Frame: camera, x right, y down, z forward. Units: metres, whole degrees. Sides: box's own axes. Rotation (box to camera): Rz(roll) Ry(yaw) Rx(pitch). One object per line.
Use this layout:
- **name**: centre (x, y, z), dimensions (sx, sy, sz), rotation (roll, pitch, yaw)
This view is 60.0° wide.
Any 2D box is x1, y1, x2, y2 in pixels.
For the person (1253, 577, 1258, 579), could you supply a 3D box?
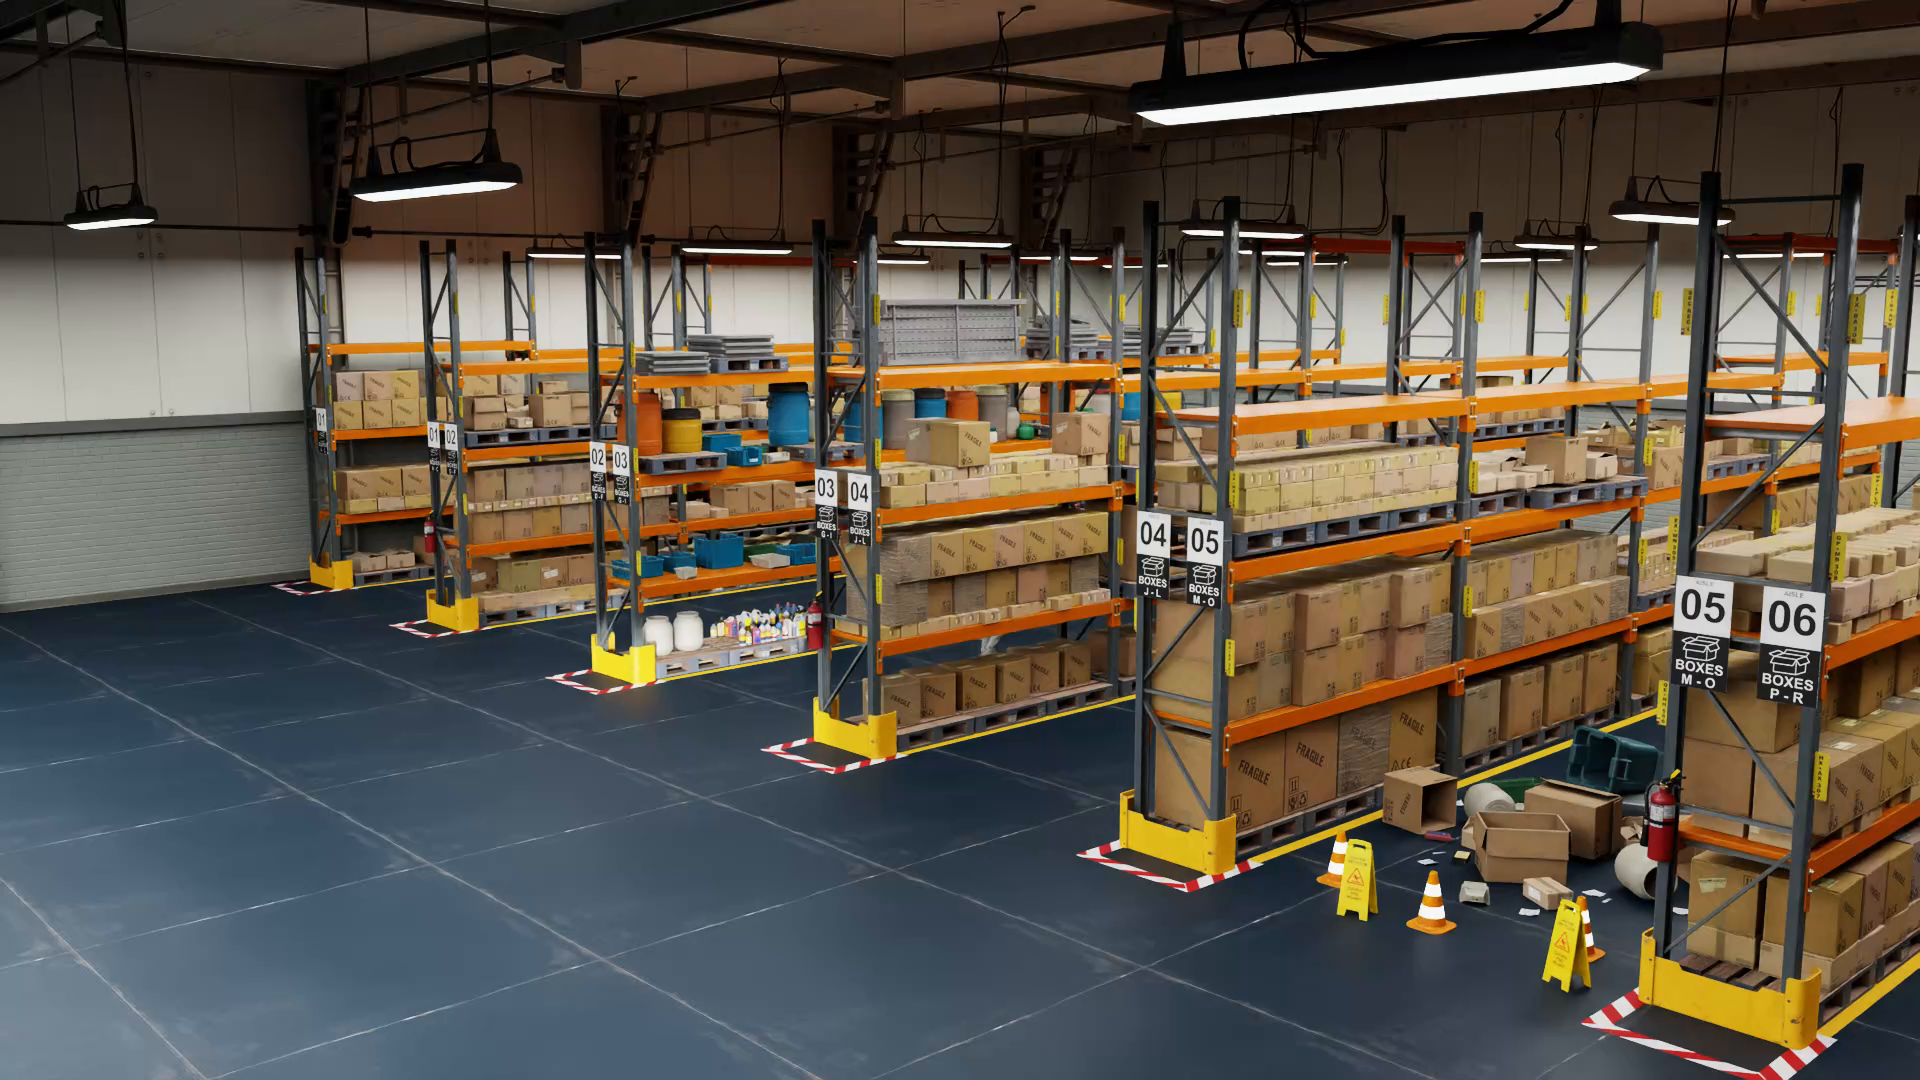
- **person**: centre (3.809, 1.180, 21.318), dimensions (0.596, 1.719, 1.009), rotation (8, 11, 43)

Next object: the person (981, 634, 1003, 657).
- **person**: centre (0.489, 0.801, 22.545), dimensions (0.568, 1.754, 0.530), rotation (5, 10, 30)
